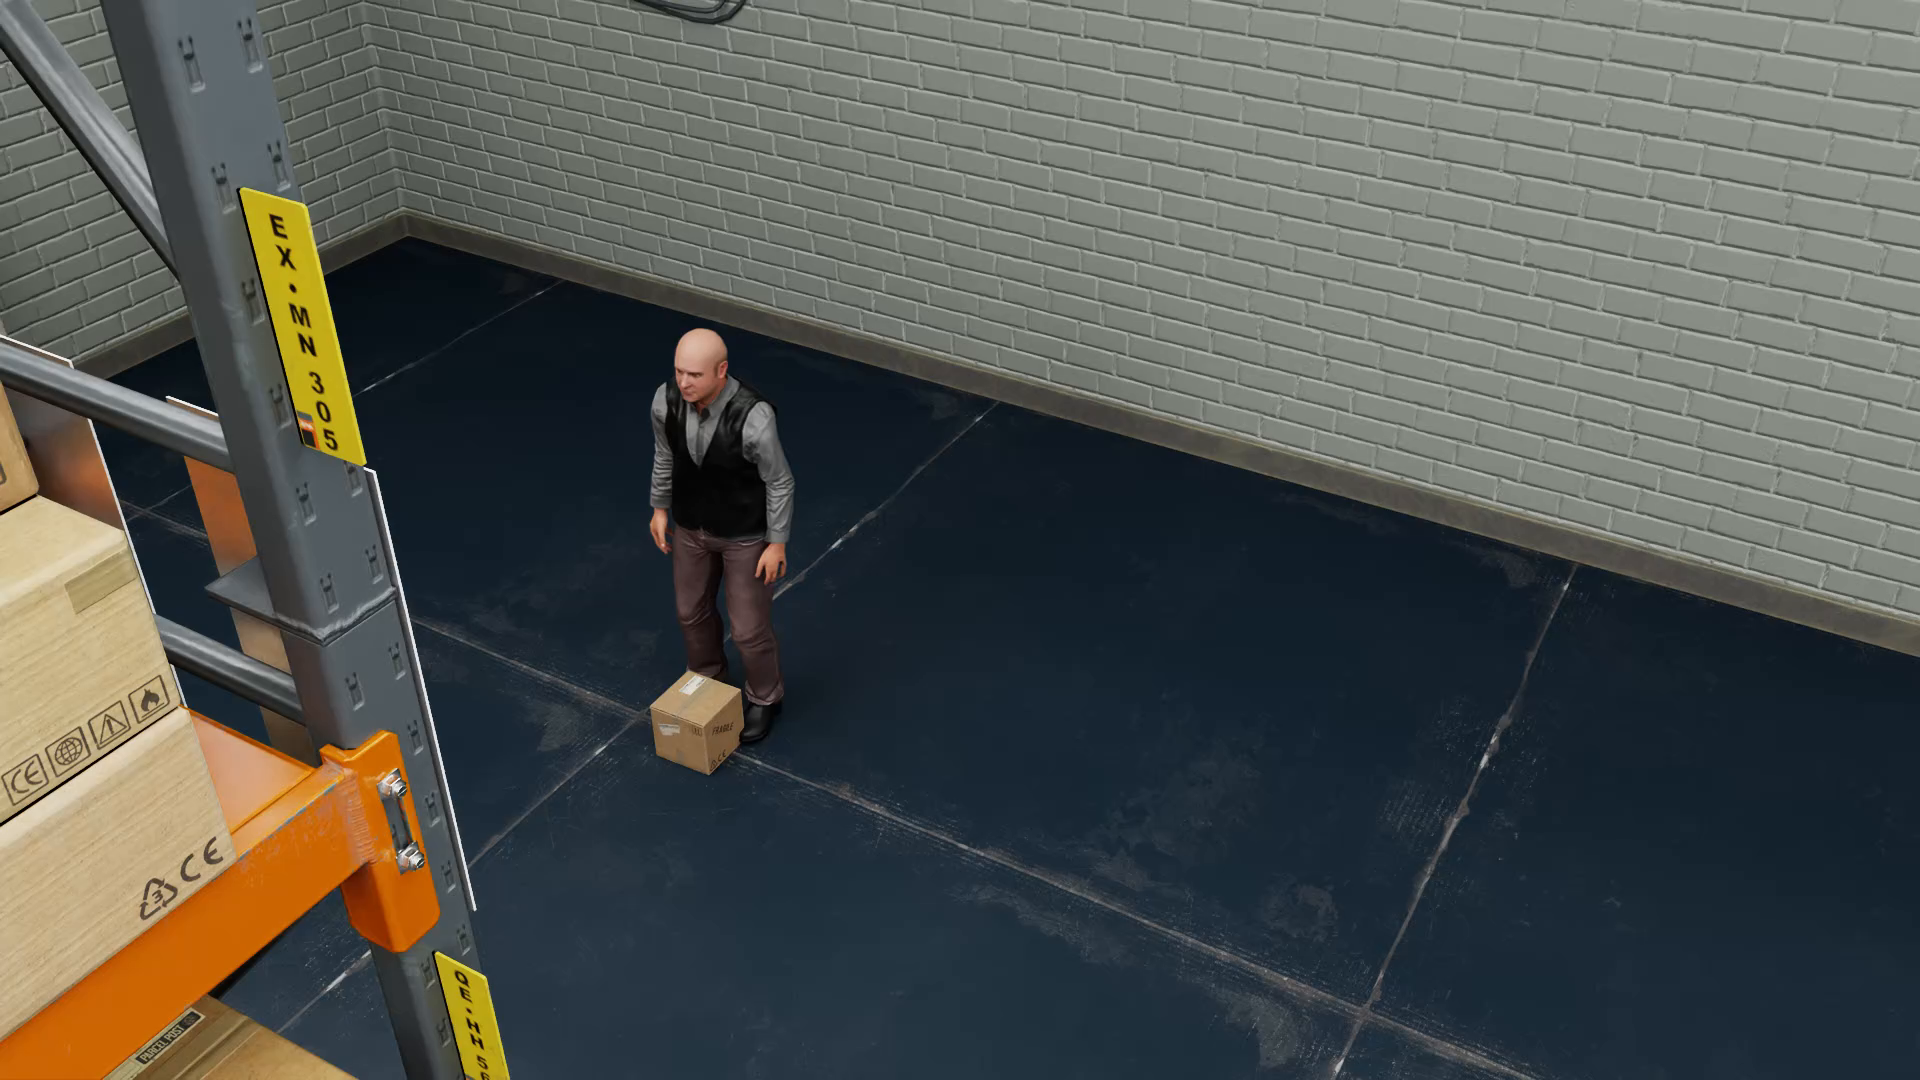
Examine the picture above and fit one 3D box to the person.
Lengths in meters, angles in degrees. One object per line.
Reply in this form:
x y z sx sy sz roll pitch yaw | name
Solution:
-0.873 -0.041 6.224 0.590 1.722 0.412 16 37 23 | person
